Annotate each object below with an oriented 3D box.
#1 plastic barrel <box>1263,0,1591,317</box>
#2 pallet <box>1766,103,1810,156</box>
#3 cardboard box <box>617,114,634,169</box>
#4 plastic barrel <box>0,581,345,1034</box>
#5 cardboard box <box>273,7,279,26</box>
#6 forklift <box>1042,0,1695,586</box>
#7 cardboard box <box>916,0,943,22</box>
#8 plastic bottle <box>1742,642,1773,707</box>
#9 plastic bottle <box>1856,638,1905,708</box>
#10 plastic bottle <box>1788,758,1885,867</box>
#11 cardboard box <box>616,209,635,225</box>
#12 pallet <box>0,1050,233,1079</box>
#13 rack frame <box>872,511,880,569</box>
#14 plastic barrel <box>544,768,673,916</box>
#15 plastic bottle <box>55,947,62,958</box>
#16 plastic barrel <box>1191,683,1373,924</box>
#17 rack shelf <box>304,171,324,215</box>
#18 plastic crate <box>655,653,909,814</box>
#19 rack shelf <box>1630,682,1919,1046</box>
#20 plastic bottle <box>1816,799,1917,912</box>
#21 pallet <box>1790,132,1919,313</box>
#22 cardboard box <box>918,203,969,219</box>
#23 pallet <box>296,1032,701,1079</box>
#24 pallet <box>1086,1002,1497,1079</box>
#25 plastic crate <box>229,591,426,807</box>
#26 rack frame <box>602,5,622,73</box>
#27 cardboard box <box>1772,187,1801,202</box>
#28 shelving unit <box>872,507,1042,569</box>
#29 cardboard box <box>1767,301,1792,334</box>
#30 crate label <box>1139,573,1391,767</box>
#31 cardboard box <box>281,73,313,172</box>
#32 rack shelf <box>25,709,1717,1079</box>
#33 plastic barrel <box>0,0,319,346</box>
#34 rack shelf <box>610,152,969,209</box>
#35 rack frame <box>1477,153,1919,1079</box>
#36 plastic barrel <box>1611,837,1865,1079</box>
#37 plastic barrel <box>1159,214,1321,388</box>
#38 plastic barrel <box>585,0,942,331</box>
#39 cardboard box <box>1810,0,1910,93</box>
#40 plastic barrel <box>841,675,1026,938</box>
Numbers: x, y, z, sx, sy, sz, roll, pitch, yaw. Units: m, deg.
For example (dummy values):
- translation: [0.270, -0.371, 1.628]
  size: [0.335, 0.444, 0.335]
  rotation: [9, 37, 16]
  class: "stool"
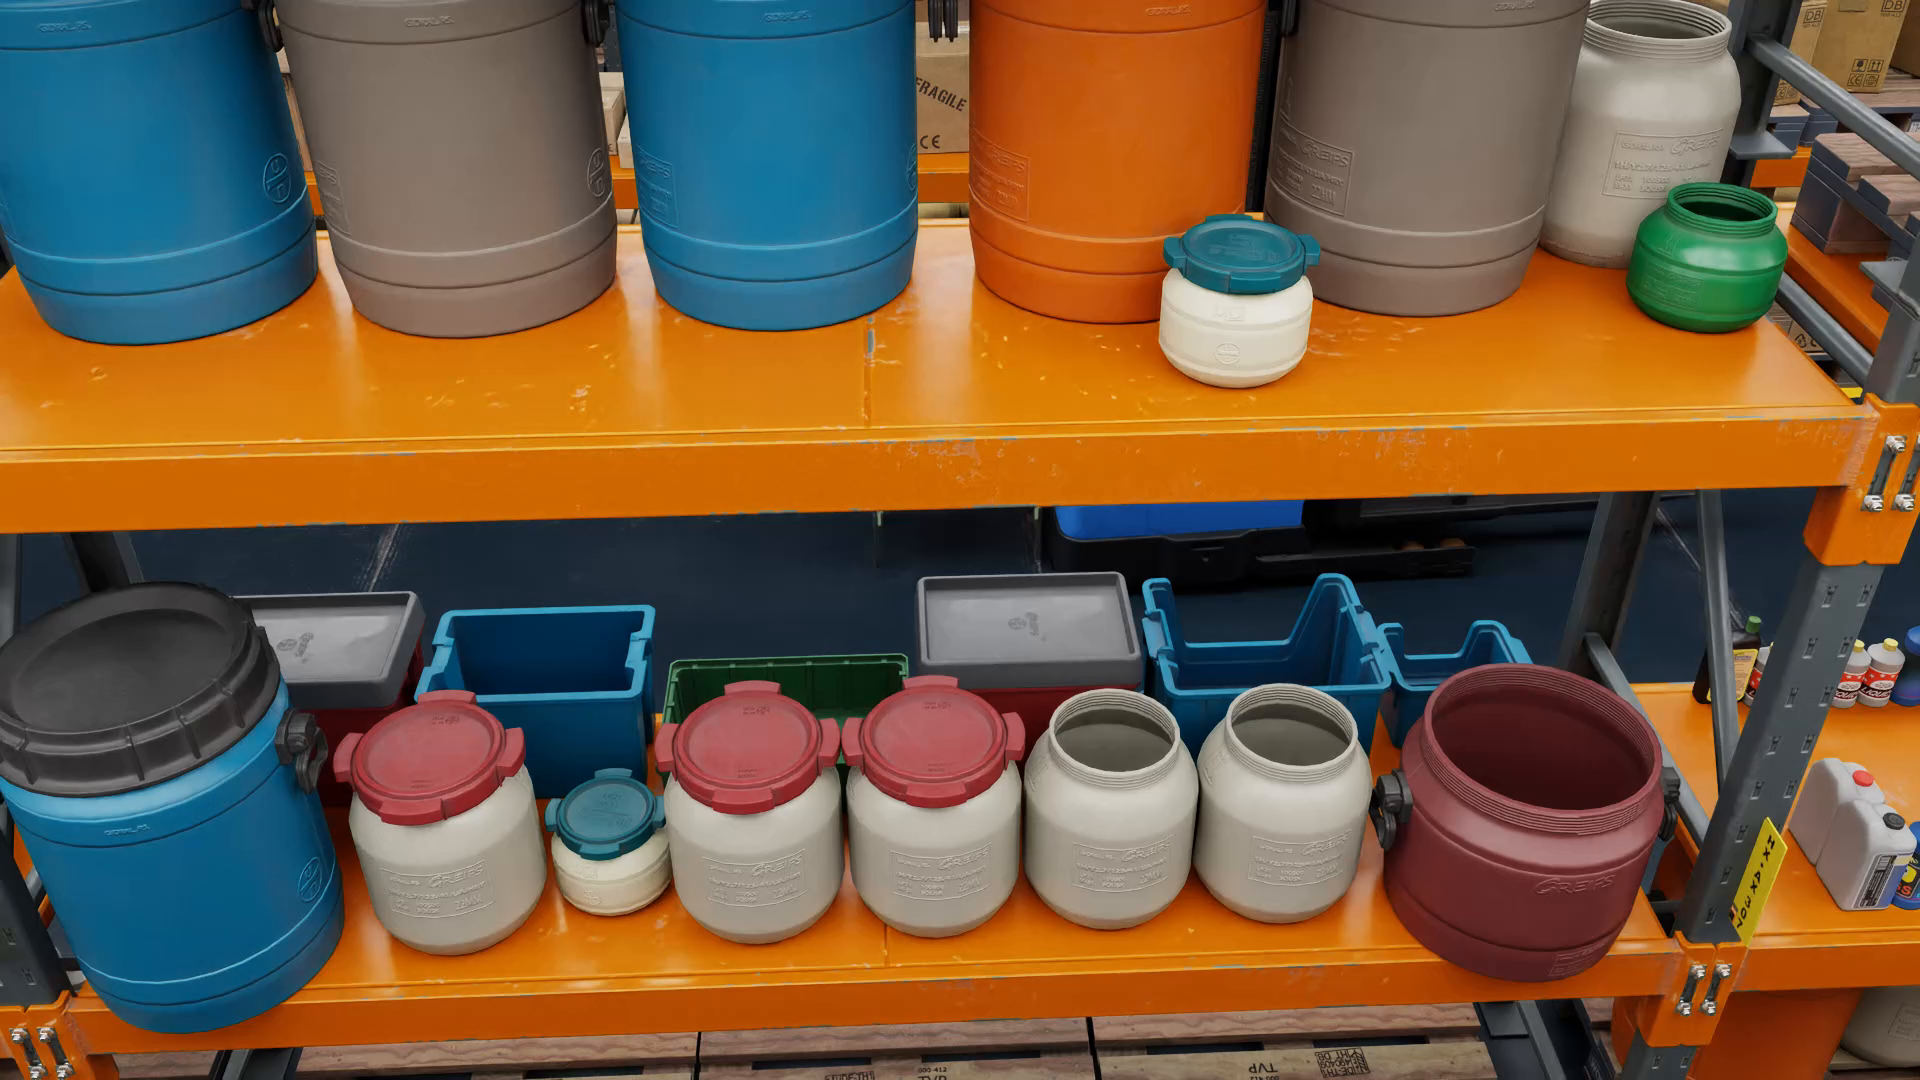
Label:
- translation: [0.971, -0.996, 3.477]
  size: [0.600, 0.901, 0.600]
  rotation: [0, 35, 0]
  class: "plastic barrel"
- translation: [3.514, -2.247, 8.530]
  size: [1.213, 0.211, 1.003]
  rotation: [-2, 35, -2]
  class: "pallet"
- translation: [-1.529, -1.968, 8.178]
  size: [0.250, 0.149, 0.380]
  rotation: [-2, 35, -2]
  class: "cardboard box"
- translation: [-1.793, 0.608, 3.795]
  size: [0.708, 0.901, 0.600]
  rotation: [-2, 35, -2]
  class: "plastic barrel"
- translation: [-3.372, -2.708, 7.799]
  size: [0.500, 0.500, 0.700]
  rotation: [-2, 35, -2]
  class: "cardboard box"
- translation: [1.884, -1.331, 7.097]
  size: [3.031, 2.935, 1.130]
  rotation: [-4, 35, -5]
  class: "forklift"
- translation: [-0.399, -4.214, 13.013]
  size: [0.500, 0.500, 0.700]
  rotation: [-2, 35, -2]
  class: "cardboard box"
- translation: [2.302, 0.380, 4.739]
  size: [0.097, 0.201, 0.097]
  rotation: [0, 35, 0]
  class: "plastic bottle"
- translation: [2.630, 0.371, 4.752]
  size: [0.097, 0.201, 0.097]
  rotation: [0, 35, 0]
  class: "plastic bottle"
- translation: [2.242, 0.681, 4.239]
  size: [0.135, 0.276, 0.152]
  rotation: [-2, 35, -2]
  class: "plastic bottle"
- translation: [-2.033, -1.610, 8.995]
  size: [0.500, 0.311, 0.500]
  rotation: [-2, 35, -2]
  class: "cardboard box"
- translation: [-2.866, 1.793, 4.973]
  size: [1.213, 0.211, 1.003]
  rotation: [-2, 35, -2]
  class: "pallet"
- translation: [-0.388, -0.598, 7.296]
  size: [0.023, 1.500, 0.400]
  rotation: [-2, 35, -4]
  class: "rack frame"
- translation: [-0.864, 0.761, 4.136]
  size: [0.301, 0.262, 0.301]
  rotation: [0, 35, 0]
  class: "plastic barrel"
- translation: [-2.854, 1.375, 5.134]
  size: [0.135, 0.276, 0.152]
  rotation: [0, 35, 0]
  class: "plastic bottle"
- translation: [0.785, 0.648, 4.080]
  size: [0.421, 0.512, 0.421]
  rotation: [0, 35, 0]
  class: "plastic barrel"
- translation: [-4.422, -1.814, 8.367]
  size: [4.000, 0.370, 1.077]
  rotation: [-2, 35, -2]
  class: "rack shelf"
- translation: [-0.467, 0.532, 4.531]
  size: [0.662, 0.188, 0.450]
  rotation: [-2, 35, -2]
  class: "plastic crate"
- translation: [3.800, 0.787, 4.610]
  size: [4.000, 0.370, 1.077]
  rotation: [-2, 35, -2]
  class: "rack shelf"
- translation: [2.250, 0.768, 4.114]
  size: [0.135, 0.276, 0.152]
  rotation: [-2, 35, -2]
  class: "plastic bottle"
- translation: [2.571, -0.576, 3.477]
  size: [1.213, 0.211, 1.003]
  rotation: [-2, 35, -2]
  class: "pallet"
- translation: [0.000, -1.665, 9.075]
  size: [0.500, 0.311, 0.500]
  rotation: [-2, 35, -4]
  class: "cardboard box"
- translation: [-1.411, 1.756, 5.027]
  size: [1.213, 0.211, 1.003]
  rotation: [-2, 35, -2]
  class: "pallet"
- translation: [1.026, 1.690, 5.122]
  size: [1.213, 0.211, 1.003]
  rotation: [-2, 35, -2]
  class: "pallet"
- translation: [-1.724, 0.439, 4.423]
  size: [0.583, 0.464, 0.402]
  rotation: [-2, 35, -2]
  class: "plastic crate"
- translation: [-2.662, -4.979, 12.309]
  size: [0.127, 3.000, 1.000]
  rotation: [-2, 35, -2]
  class: "rack frame"
- translation: [4.540, -1.637, 9.289]
  size: [0.500, 0.500, 0.500]
  rotation: [-1, 35, -2]
  class: "cardboard box"
- translation: [-0.023, -0.614, 7.319]
  size: [0.755, 1.500, 0.431]
  rotation: [-2, 35, -4]
  class: "shelving unit"
- translation: [4.092, -1.334, 8.852]
  size: [0.500, 0.500, 0.500]
  rotation: [-1, 35, -2]
  class: "cardboard box"
- translation: [0.797, 0.403, 4.501]
  size: [0.616, 0.435, 0.502]
  rotation: [-2, 35, -2]
  class: "crate label"
- translation: [-3.394, -2.171, 8.163]
  size: [0.500, 0.500, 0.700]
  rotation: [-2, 35, -3]
  class: "cardboard box"
- translation: [-0.196, 0.894, 4.454]
  size: [4.000, 0.370, 1.077]
  rotation: [-2, 35, -2]
  class: "rack shelf"
- translation: [-1.696, -0.924, 3.373]
  size: [0.708, 0.901, 0.600]
  rotation: [-2, 35, -2]
  class: "plastic barrel"
- translation: [-0.426, -1.921, 8.523]
  size: [4.000, 0.370, 1.077]
  rotation: [-2, 35, -2]
  class: "rack shelf"
- translation: [1.802, 0.545, 4.327]
  size: [0.127, 3.000, 1.000]
  rotation: [-2, 35, -2]
  class: "rack frame"
- translation: [2.290, 1.241, 4.858]
  size: [0.708, 0.830, 0.600]
  rotation: [-2, 35, -2]
  class: "plastic barrel"
- translation: [0.543, -0.465, 3.272]
  size: [0.301, 0.262, 0.301]
  rotation: [0, 35, 0]
  class: "plastic barrel"
- translation: [-0.389, -0.959, 3.424]
  size: [0.708, 0.901, 0.600]
  rotation: [-2, 35, -2]
  class: "plastic barrel"
- translation: [4.399, -2.652, 8.490]
  size: [0.500, 0.500, 0.700]
  rotation: [4, 35, 5]
  class: "cardboard box"
- translation: [-0.062, 0.664, 4.035]
  size: [0.433, 0.535, 0.433]
  rotation: [0, 35, 0]
  class: "plastic barrel"
